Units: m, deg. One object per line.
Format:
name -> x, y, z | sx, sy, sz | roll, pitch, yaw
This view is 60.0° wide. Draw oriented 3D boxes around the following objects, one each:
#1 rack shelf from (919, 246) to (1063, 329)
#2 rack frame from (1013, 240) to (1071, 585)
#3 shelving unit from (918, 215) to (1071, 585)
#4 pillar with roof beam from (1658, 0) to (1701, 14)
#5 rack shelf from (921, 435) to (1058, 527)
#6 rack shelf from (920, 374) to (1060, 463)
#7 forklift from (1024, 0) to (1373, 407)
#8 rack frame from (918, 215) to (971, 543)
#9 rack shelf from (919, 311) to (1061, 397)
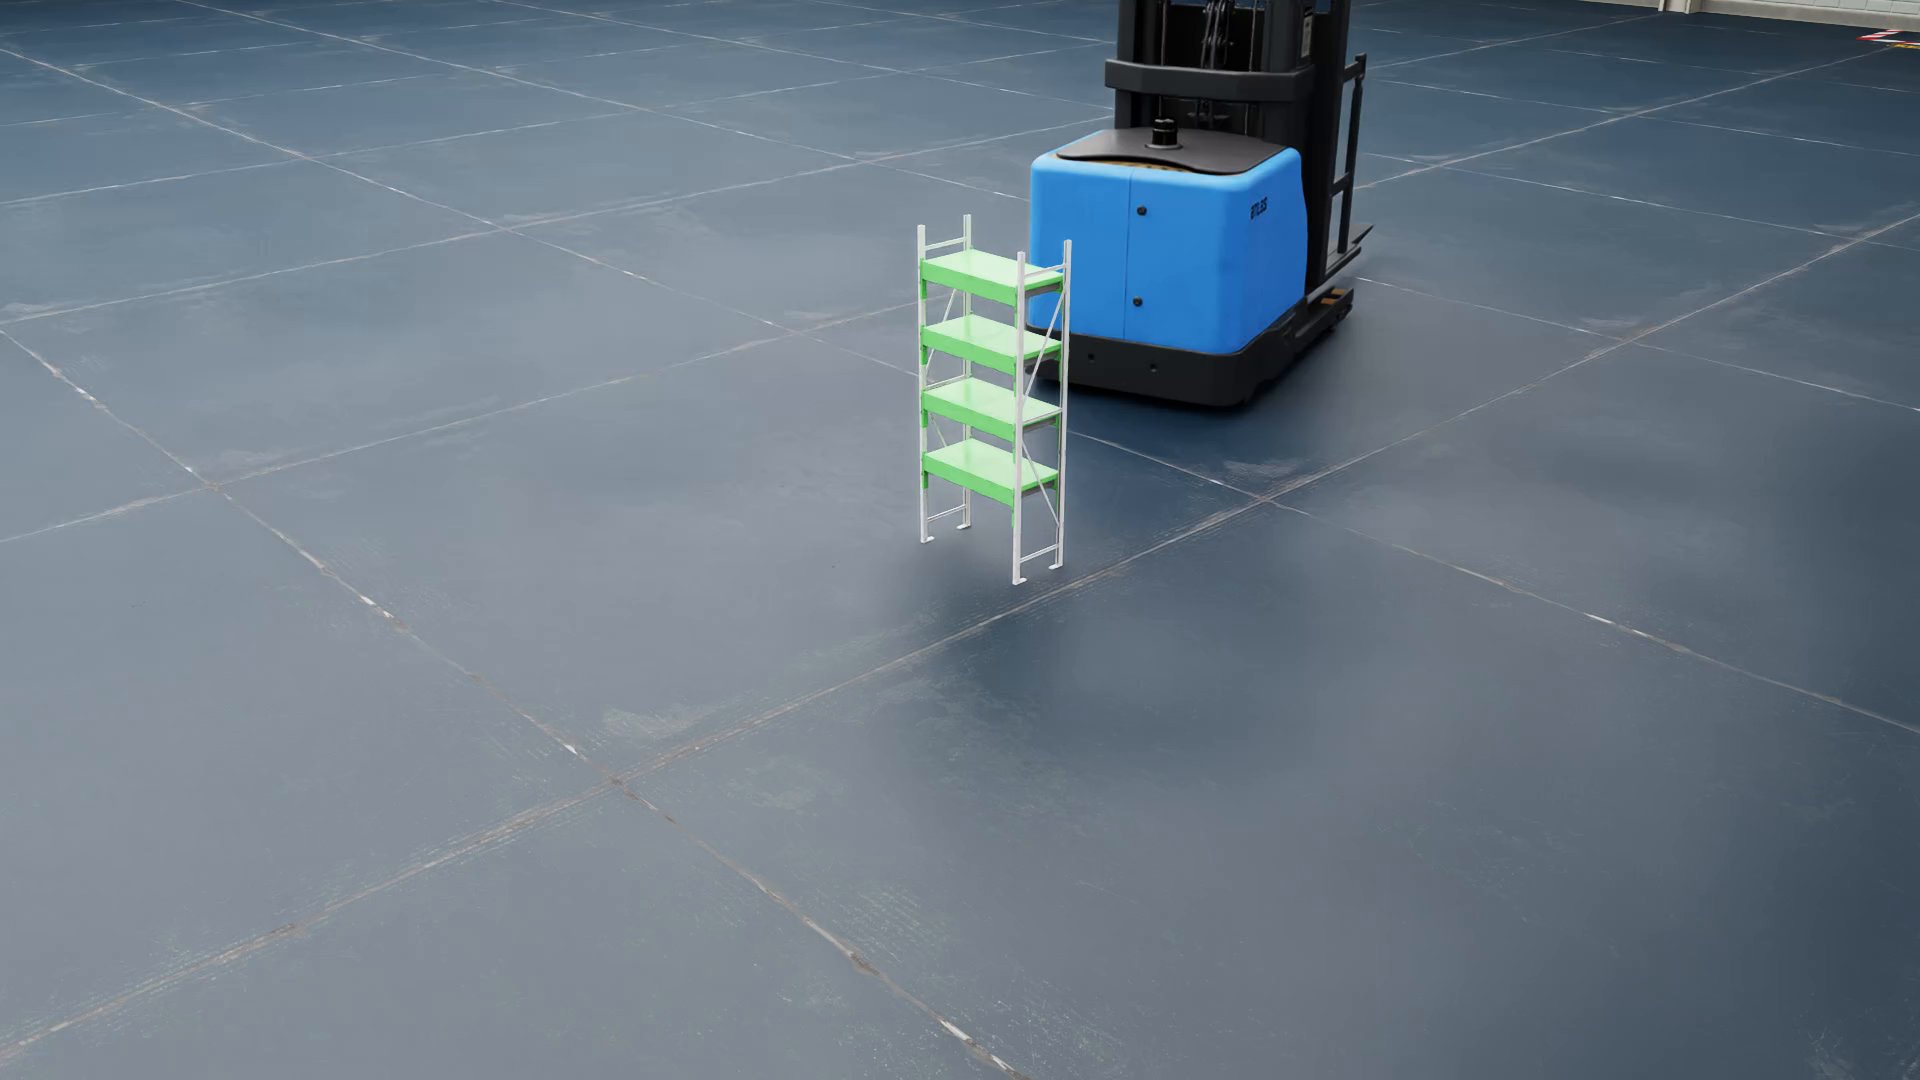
rack shelf -> 0.113, -0.874, 5.718 | 0.258, 0.148, 0.480 | -21, 32, -38
rack frame -> 0.280, -0.422, 5.729 | 0.240, 1.200, 0.015 | -21, 32, -38
shelving unit -> 0.113, -0.496, 5.891 | 0.258, 1.200, 0.503 | -21, 32, -38
pillar with roof beam -> 5.787, -9.442, 16.104 | 9.100, 9.000, 0.400 | -21, 32, -38
rack shelf -> 0.113, -0.219, 6.017 | 0.258, 0.148, 0.480 | -21, 32, -38
rack shelf -> 0.113, -0.438, 5.918 | 0.258, 0.148, 0.480 | -21, 32, -38
forklift -> 1.431, -2.501, 8.200 | 1.130, 2.935, 3.031 | 12, 27, 25
rack frame -> -0.054, -0.570, 6.053 | 0.240, 1.200, 0.015 | -21, 32, -38
rack shelf -> 0.113, -0.656, 5.818 | 0.258, 0.148, 0.480 | -21, 32, -38
